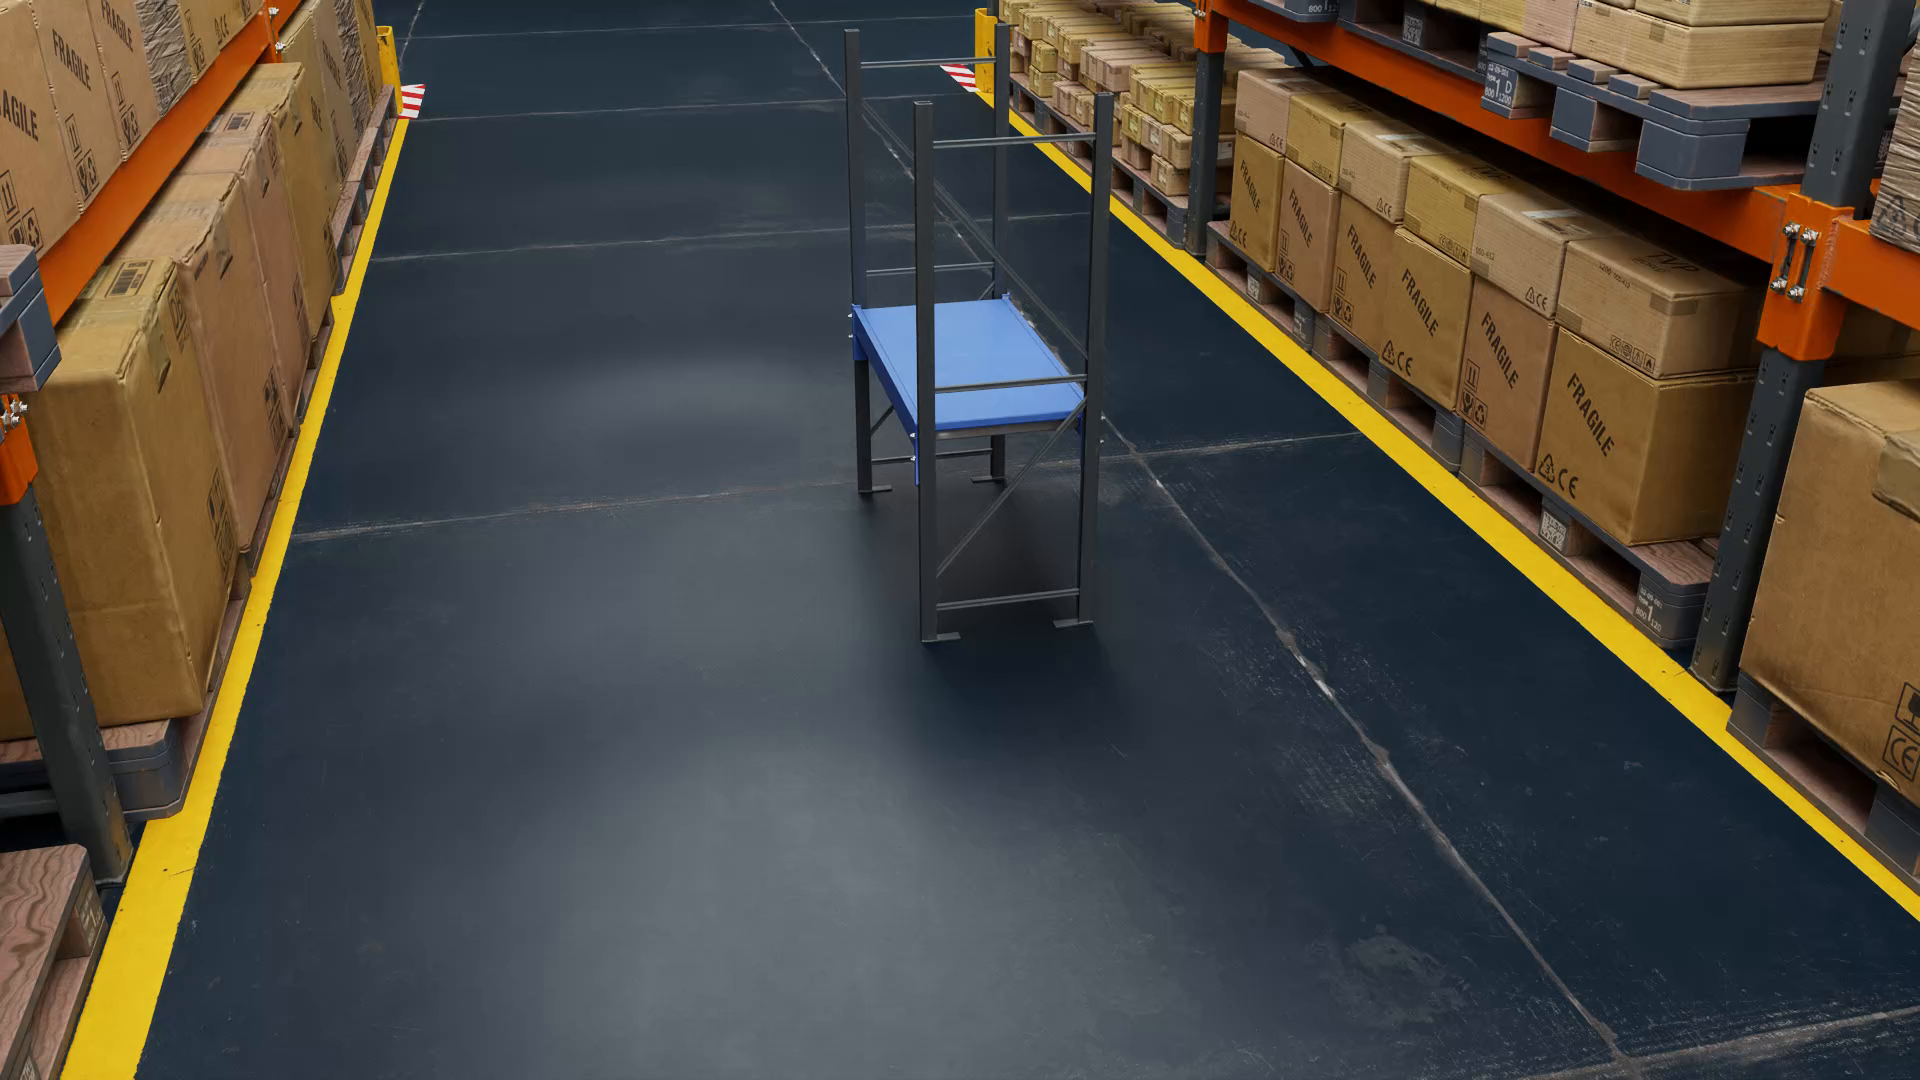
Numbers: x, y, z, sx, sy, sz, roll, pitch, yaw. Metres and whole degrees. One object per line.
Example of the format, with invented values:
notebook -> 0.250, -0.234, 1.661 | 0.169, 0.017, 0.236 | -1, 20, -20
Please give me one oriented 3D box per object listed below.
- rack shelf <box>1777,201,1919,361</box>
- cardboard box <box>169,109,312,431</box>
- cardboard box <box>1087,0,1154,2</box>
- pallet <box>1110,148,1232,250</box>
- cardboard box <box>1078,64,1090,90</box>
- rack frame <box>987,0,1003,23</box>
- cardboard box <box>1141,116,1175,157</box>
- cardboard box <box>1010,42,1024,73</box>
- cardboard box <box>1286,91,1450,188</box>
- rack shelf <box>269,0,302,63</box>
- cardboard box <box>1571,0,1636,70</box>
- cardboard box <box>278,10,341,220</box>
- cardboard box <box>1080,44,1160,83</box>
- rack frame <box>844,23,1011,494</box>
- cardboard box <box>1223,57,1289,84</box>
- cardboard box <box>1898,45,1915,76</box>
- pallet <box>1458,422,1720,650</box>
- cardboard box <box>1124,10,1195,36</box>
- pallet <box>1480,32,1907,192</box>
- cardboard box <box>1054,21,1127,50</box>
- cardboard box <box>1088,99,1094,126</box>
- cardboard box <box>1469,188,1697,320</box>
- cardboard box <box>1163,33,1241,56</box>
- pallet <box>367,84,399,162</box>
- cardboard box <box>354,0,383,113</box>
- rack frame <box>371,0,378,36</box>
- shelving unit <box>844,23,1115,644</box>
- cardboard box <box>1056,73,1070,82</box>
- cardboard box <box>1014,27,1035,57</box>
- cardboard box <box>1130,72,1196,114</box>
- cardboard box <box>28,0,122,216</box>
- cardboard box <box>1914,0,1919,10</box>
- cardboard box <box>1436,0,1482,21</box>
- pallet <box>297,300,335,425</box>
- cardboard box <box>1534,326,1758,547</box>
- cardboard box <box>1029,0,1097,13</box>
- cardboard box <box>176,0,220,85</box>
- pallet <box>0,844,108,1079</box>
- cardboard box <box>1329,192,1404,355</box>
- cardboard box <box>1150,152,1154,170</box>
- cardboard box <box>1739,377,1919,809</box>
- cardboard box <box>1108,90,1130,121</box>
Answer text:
rack shelf -> 2.935, 0.198, 2.327 | 1.077, 0.370, 4.000 | -6, 27, -12
cardboard box -> -2.906, -0.866, 5.528 | 1.225, 0.875, 0.875 | -7, 28, -13
cardboard box -> 1.047, -3.487, 10.867 | 0.380, 0.149, 0.250 | -6, 27, -11
pallet -> 1.397, -1.803, 8.589 | 1.003, 0.211, 1.213 | -6, 27, -12
cardboard box -> 0.903, -2.735, 9.707 | 0.380, 0.149, 0.250 | -5, 27, -9
rack frame -> 0.681, -4.513, 10.862 | 1.000, 3.000, 0.127 | -6, 27, -12
cardboard box -> 1.129, -2.028, 8.307 | 0.380, 0.149, 0.250 | -7, 28, -14
cardboard box -> 0.487, -3.165, 10.890 | 0.380, 0.149, 0.250 | -5, 27, -11
cardboard box -> 1.614, -1.579, 6.525 | 0.500, 0.250, 0.500 | -5, 27, -10
rack shelf -> -3.723, -2.855, 8.375 | 1.077, 0.370, 4.000 | -6, 27, -12
cardboard box -> 1.871, -1.355, 4.419 | 0.380, 0.149, 0.250 | -6, 27, -12
cardboard box -> -3.343, -1.835, 7.448 | 0.875, 0.875, 0.875 | -6, 27, -12
cardboard box -> 0.883, -2.632, 9.174 | 0.380, 0.149, 0.250 | -7, 28, -13
rack frame -> -0.095, -0.855, 5.280 | 0.500, 1.500, 0.032 | -6, 27, -12
cardboard box -> 1.517, -2.455, 8.822 | 0.380, 0.149, 0.250 | -7, 28, -13
cardboard box -> 2.580, -1.293, 4.296 | 0.380, 0.149, 0.250 | -6, 27, -12
pallet -> 2.310, -0.099, 5.213 | 1.003, 0.211, 1.213 | -6, 27, -12
cardboard box -> 1.227, -3.150, 10.199 | 0.380, 0.149, 0.250 | -7, 28, -14
pallet -> 2.220, -1.217, 4.546 | 1.213, 0.211, 1.003 | -6, 27, -12
cardboard box -> 0.770, -2.973, 9.849 | 0.380, 0.149, 0.250 | -5, 27, -10
cardboard box -> 0.936, -2.385, 9.344 | 0.380, 0.149, 0.250 | -5, 27, -11
cardboard box -> 1.950, -0.902, 5.183 | 0.500, 0.250, 0.500 | -6, 27, -11
cardboard box -> 1.380, -2.798, 9.503 | 0.380, 0.149, 0.250 | -6, 27, -11
pallet -> -3.917, -2.466, 9.901 | 1.003, 0.211, 1.213 | -6, 27, -12
cardboard box -> -3.952, -3.020, 9.796 | 0.875, 0.875, 0.875 | -6, 27, -12
rack frame -> -4.174, -4.054, 9.952 | 1.000, 3.000, 0.127 | -6, 27, -12
shelving unit -> 0.019, -0.632, 4.838 | 0.538, 1.500, 1.048 | -6, 27, -12
cardboard box -> 0.790, -2.725, 10.017 | 0.380, 0.149, 0.250 | -6, 27, -11
cardboard box -> 0.556, -3.179, 10.586 | 0.380, 0.149, 0.250 | -6, 27, -12
cardboard box -> 1.090, -2.284, 8.483 | 0.380, 0.149, 0.250 | -6, 27, -12
cardboard box -> -2.334, -1.054, 3.897 | 0.500, 0.500, 0.500 | -7, 28, -13
cardboard box -> 2.571, -1.442, 4.260 | 0.380, 0.149, 0.250 | -5, 27, -9
cardboard box -> 1.698, -1.696, 5.094 | 0.380, 0.149, 0.250 | -7, 28, -14
pallet -> -3.025, -0.722, 6.446 | 1.003, 0.211, 1.213 | -6, 27, -12
cardboard box -> 2.081, -0.335, 4.893 | 0.500, 0.500, 0.500 | -6, 27, -12
cardboard box -> 0.648, -3.320, 10.537 | 0.380, 0.149, 0.250 | -5, 27, -11
cardboard box -> -2.672, -1.718, 5.214 | 0.500, 0.500, 0.500 | -6, 27, -12
pallet -> -2.196, 1.046, 2.943 | 1.003, 0.211, 1.213 | -6, 27, -12
cardboard box -> 1.743, -1.017, 6.243 | 0.500, 0.500, 0.500 | -5, 27, -11
cardboard box -> 1.185, -1.932, 8.447 | 0.380, 0.149, 0.250 | -5, 27, -10
cardboard box -> 2.534, 0.092, 3.769 | 1.050, 0.750, 0.750 | -6, 27, -12
cardboard box -> 1.014, -2.374, 8.992 | 0.380, 0.149, 0.250 | -5, 27, -10
